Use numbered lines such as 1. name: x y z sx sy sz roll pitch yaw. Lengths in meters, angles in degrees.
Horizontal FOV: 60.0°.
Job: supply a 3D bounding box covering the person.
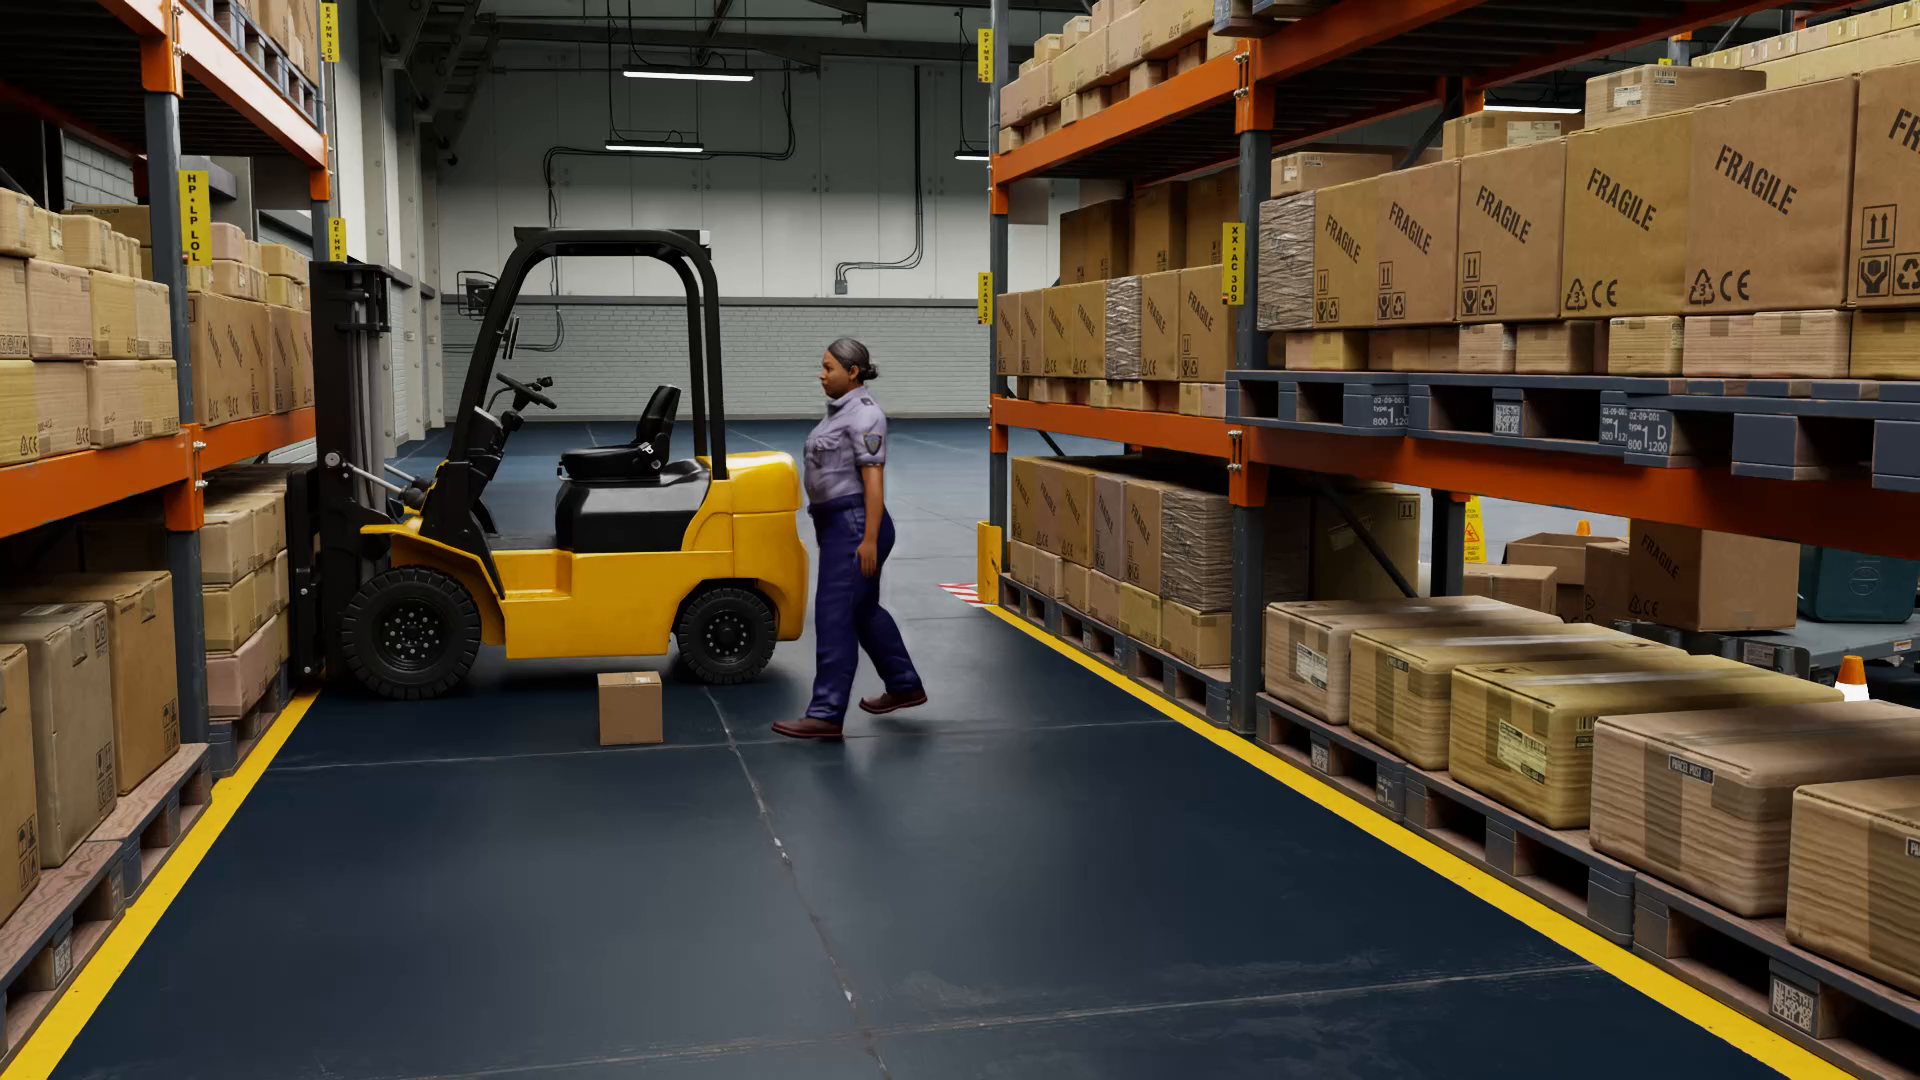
1. person: -0.472 -0.020 6.928 0.728 1.636 0.520 -2 7 -18
